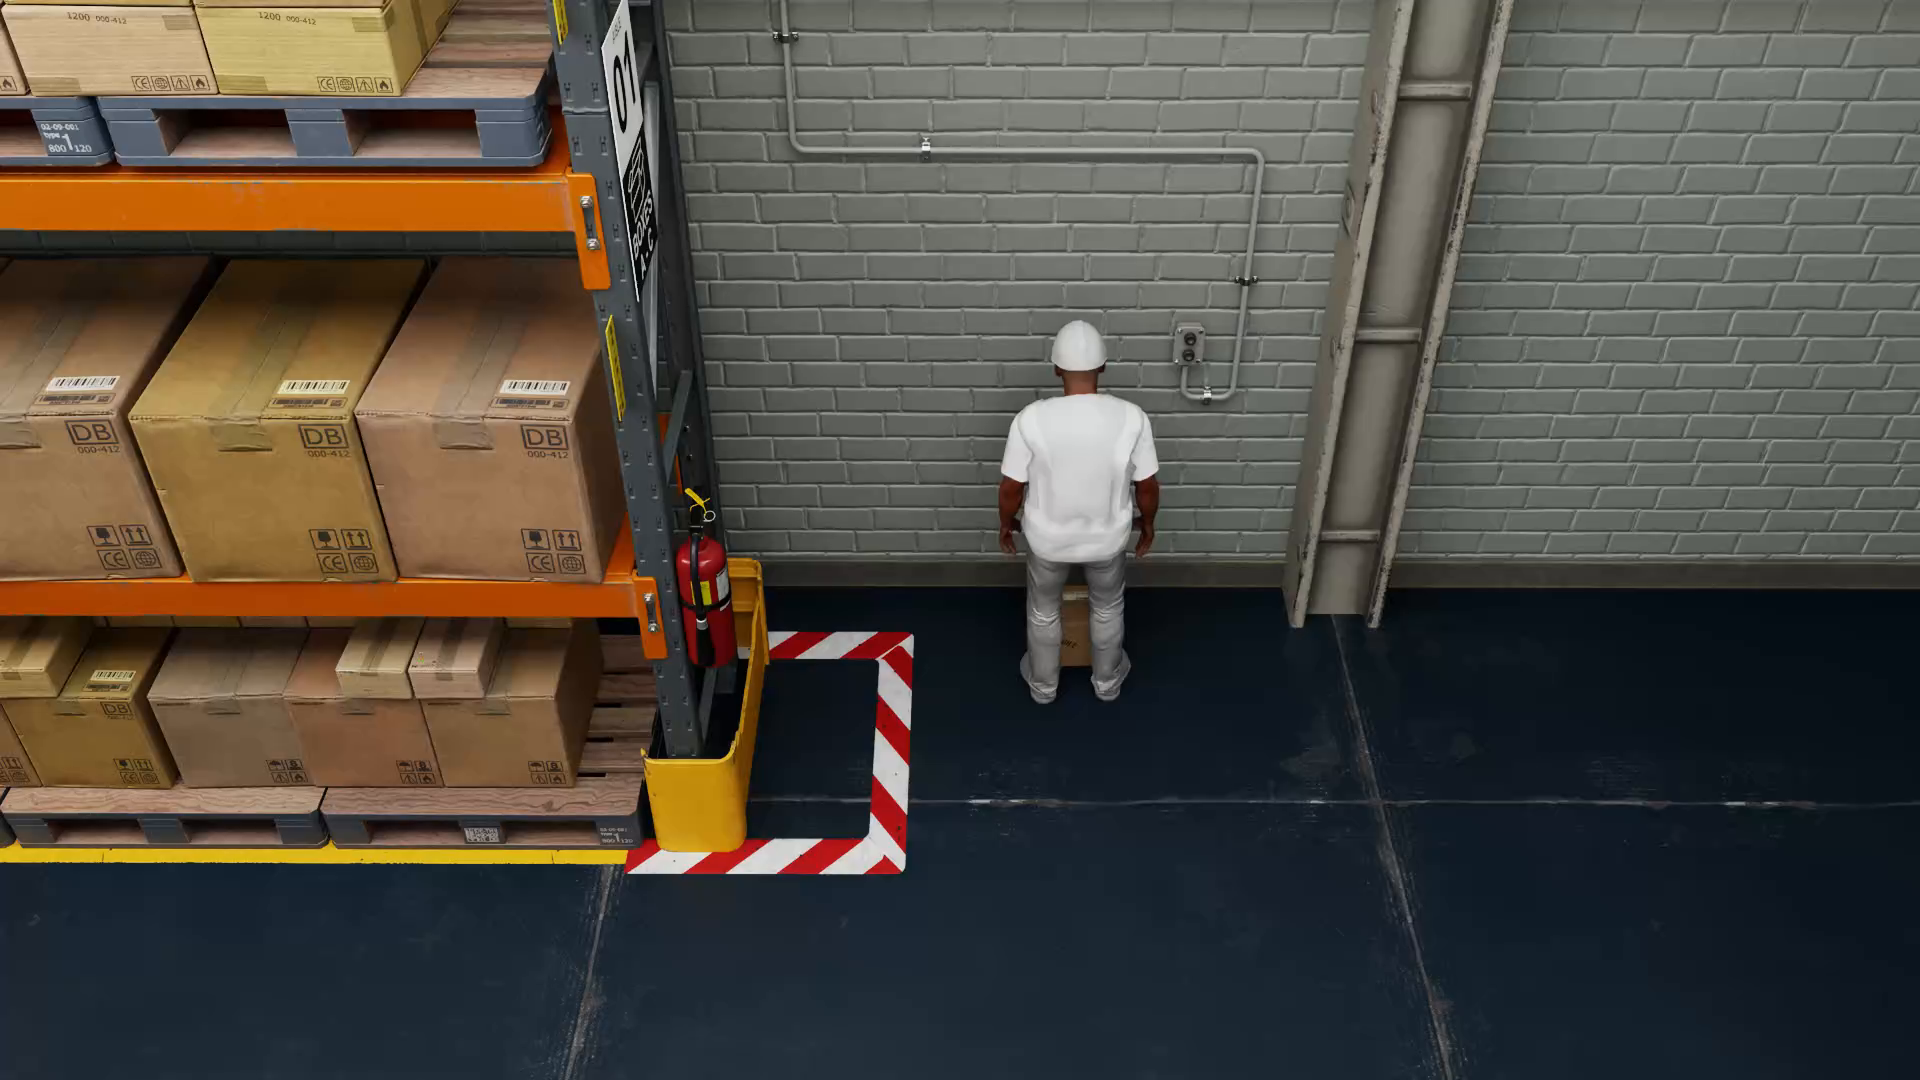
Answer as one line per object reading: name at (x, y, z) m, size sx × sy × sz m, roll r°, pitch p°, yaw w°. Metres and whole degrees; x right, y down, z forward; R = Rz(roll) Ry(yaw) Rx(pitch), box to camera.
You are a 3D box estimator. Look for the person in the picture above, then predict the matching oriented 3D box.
person at (0.462, -0.064, 6.578) m, size 0.627 × 1.760 × 0.460 m, roll 0°, pitch 39°, yaw 0°
